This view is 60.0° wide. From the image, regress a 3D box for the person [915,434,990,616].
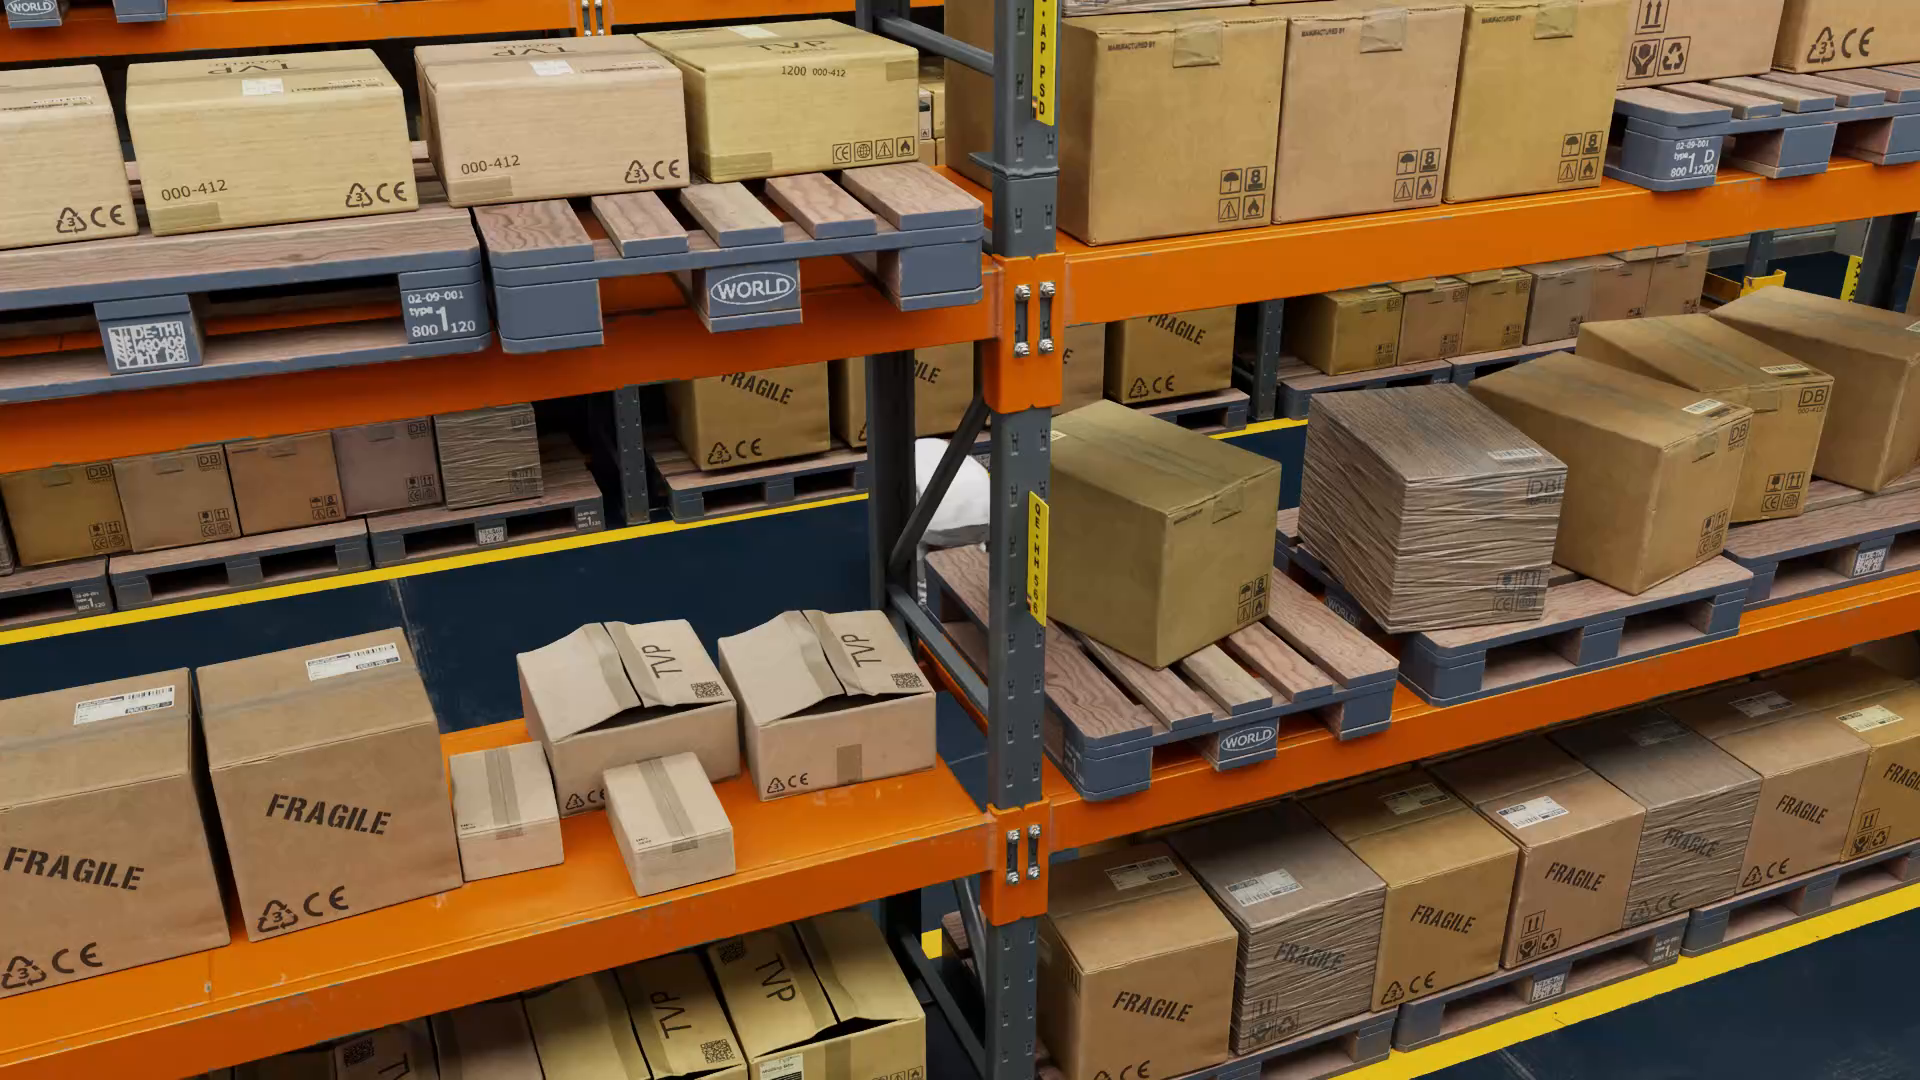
[{"bbox_3d":[-0.125,-0.097,8.282,0.523,0.804,0.961,-11,28,-22],"label":"person"}]
